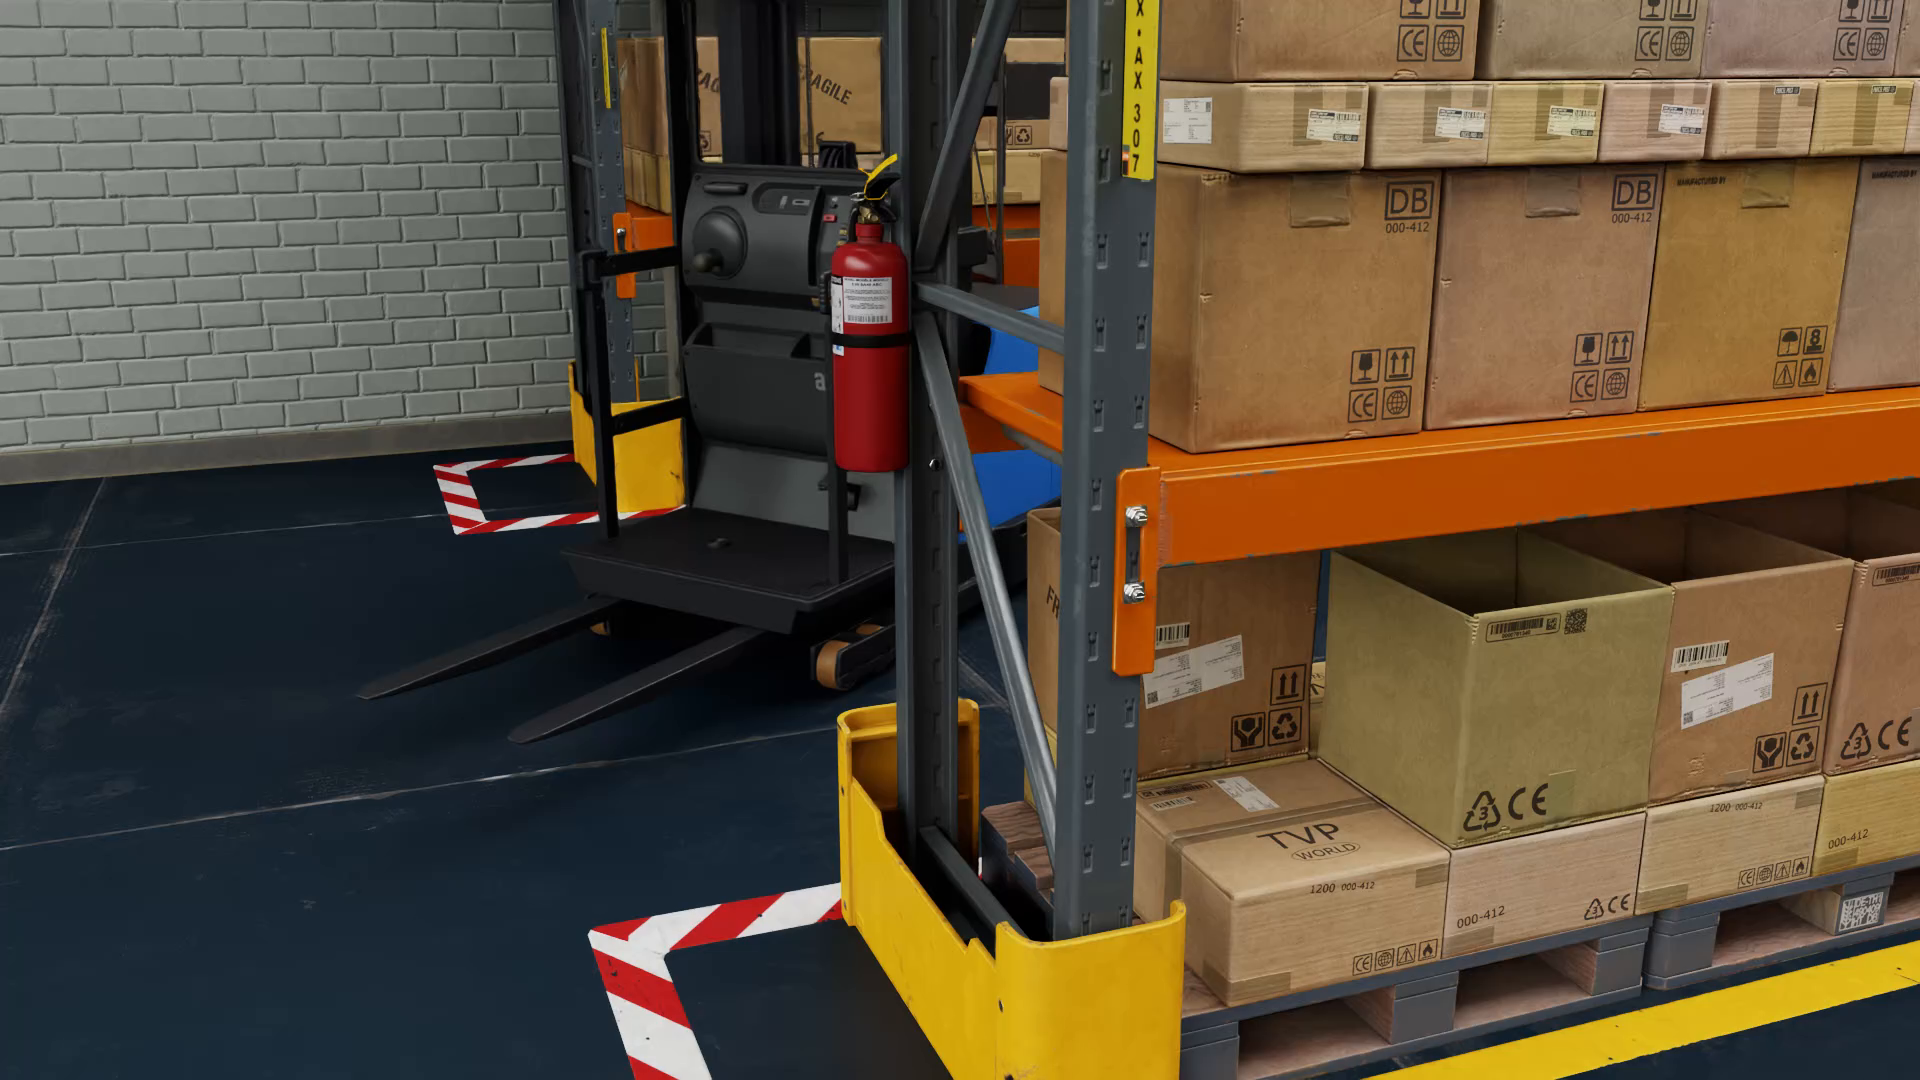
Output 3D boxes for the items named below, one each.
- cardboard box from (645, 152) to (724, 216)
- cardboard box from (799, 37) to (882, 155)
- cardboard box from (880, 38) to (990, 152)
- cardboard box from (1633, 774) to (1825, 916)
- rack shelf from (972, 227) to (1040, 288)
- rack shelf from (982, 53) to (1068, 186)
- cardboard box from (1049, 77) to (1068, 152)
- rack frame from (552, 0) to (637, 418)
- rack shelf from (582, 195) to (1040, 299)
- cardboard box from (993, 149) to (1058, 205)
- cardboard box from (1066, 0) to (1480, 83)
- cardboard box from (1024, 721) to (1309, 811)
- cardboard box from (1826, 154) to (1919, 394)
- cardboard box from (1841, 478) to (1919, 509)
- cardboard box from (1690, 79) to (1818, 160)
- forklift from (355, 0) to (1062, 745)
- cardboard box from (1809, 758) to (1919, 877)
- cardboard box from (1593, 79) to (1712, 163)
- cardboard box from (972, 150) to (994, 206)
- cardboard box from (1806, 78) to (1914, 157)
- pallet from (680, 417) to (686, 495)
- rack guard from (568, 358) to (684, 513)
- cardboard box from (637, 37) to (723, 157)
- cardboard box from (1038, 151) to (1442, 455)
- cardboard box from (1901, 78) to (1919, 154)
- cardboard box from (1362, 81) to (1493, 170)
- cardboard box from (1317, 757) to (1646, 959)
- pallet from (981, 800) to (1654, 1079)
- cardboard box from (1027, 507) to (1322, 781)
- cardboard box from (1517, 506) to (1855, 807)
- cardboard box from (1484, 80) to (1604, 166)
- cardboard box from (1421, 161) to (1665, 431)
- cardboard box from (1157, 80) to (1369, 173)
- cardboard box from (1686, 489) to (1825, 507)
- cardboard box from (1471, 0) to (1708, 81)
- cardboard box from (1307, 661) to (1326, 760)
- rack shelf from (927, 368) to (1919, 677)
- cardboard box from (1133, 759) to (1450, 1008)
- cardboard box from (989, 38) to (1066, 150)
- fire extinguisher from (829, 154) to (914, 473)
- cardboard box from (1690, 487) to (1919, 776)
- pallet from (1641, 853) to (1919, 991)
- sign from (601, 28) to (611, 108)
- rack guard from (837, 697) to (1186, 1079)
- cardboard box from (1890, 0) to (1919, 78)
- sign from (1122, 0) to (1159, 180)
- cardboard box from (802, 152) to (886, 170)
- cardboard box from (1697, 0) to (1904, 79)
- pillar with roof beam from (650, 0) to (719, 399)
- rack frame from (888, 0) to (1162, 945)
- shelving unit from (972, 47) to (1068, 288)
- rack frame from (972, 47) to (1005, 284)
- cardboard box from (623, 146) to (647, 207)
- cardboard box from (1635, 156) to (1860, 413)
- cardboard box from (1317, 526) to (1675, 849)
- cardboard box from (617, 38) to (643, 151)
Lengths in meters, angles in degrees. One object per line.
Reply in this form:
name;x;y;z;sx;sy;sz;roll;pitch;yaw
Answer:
cardboard box;-1.122;-1.624;7.534;0.500;0.250;0.500;-7;18;-22
cardboard box;-0.673;-2.034;7.601;0.500;0.500;0.500;-6;17;-20
cardboard box;-0.188;-2.084;7.773;0.500;0.500;0.500;-7;18;-22
cardboard box;1.598;0.603;3.855;0.500;0.250;0.500;-6;17;-20
rack shelf;0.315;-1.094;7.144;0.480;0.518;0.431;-7;18;-22
rack shelf;0.315;-1.765;6.947;0.480;0.518;0.431;-7;18;-22
cardboard box;0.374;-0.865;3.392;0.250;0.149;0.380;-6;18;-21
rack frame;-1.691;-1.720;7.633;0.127;3.000;1.000;-6;17;-20
rack shelf;0.177;-1.577;8.421;4.000;0.370;1.077;-6;17;-20
cardboard box;0.309;-1.780;8.066;0.500;0.250;0.500;-6;17;-20
cardboard box;0.575;-1.137;3.166;0.500;0.500;0.700;-6;17;-20
cardboard box;0.480;0.569;3.973;0.500;0.250;0.500;-6;17;-20
cardboard box;1.970;-0.666;3.865;0.500;0.500;0.700;-6;17;-18
cardboard box;2.529;0.140;4.101;0.500;0.500;0.500;-6;17;-20
cardboard box;1.492;-0.864;3.388;0.250;0.149;0.380;-7;18;-22
forklift;-0.674;-1.062;5.512;1.130;2.935;3.031;10;19;30
cardboard box;2.067;0.554;4.022;0.500;0.250;0.500;-6;17;-20
cardboard box;1.244;-0.836;3.294;0.250;0.149;0.380;-6;18;-21
cardboard box;-0.164;-1.730;7.895;0.500;0.250;0.500;-6;18;-21
cardboard box;1.730;-0.890;3.476;0.250;0.149;0.380;-6;18;-21
pallet;-0.849;-0.463;8.299;1.213;0.211;1.003;-6;17;-20
rack guard;-1.620;-0.529;8.011;0.348;0.500;1.175;-6;17;-20
cardboard box;-1.138;-1.987;7.440;0.500;0.500;0.500;-6;17;-20
cardboard box;0.526;-0.509;3.331;0.500;0.500;0.700;-6;17;-20
cardboard box;1.964;-0.914;3.559;0.250;0.149;0.380;-6;17;-20
cardboard box;0.774;-0.787;3.125;0.250;0.149;0.380;-7;18;-22
cardboard box;1.131;0.653;3.684;0.500;0.250;0.500;-6;17;-20
pallet;0.784;0.832;3.889;1.213;0.211;1.003;-6;17;-20
cardboard box;0.479;0.208;3.869;0.500;0.500;0.500;-6;17;-20
cardboard box;1.594;0.240;3.760;0.500;0.500;0.500;-6;17;-20
cardboard box;1.007;-0.812;3.210;0.250;0.149;0.380;-6;17;-20
cardboard box;1.014;-0.563;3.515;0.500;0.500;0.700;-6;17;-19
cardboard box;0.528;-0.760;3.032;0.250;0.149;0.380;-6;18;-20
cardboard box;1.875;0.053;4.396;0.500;0.500;0.500;-6;17;-20
cardboard box;1.064;-1.191;3.351;0.500;0.500;0.700;-7;18;-22
cardboard box;0.943;0.515;4.155;0.500;0.250;0.500;-6;17;-20
rack shelf;1.953;-0.274;3.984;4.000;0.370;1.077;-6;17;-20
cardboard box;0.665;0.705;3.509;0.500;0.250;0.500;-6;17;-20
cardboard box;0.290;-2.140;7.961;0.500;0.500;0.500;-6;17;-18
fire extinguisher;-0.192;-0.491;3.582;0.183;0.674;0.296;-6;17;-20
cardboard box;2.067;0.195;3.916;0.500;0.500;0.500;-6;17;-20
pallet;1.922;0.710;4.304;1.213;0.211;1.003;-6;17;-20
sign;-1.497;-1.993;7.025;0.005;0.325;0.100;-6;17;-20
rack guard;0.063;0.784;3.540;0.348;0.500;1.175;-6;17;-20
cardboard box;2.002;-1.293;3.697;0.500;0.500;0.700;-6;17;-20
sign;0.278;-0.724;2.563;0.005;0.325;0.100;-6;17;-20
cardboard box;-0.642;-1.680;7.725;0.500;0.250;0.500;-7;18;-22
cardboard box;1.535;-1.242;3.525;0.500;0.500;0.700;-6;17;-20
pillar with roof beam;0.194;-3.764;3.946;0.400;9.000;9.100;-6;17;-20
rack frame;0.085;-0.417;3.196;0.127;3.000;1.000;-6;17;-20
shelving unit;0.315;-1.107;7.140;0.503;2.100;0.431;-7;18;-22
rack frame;0.091;-1.079;7.047;0.015;2.100;0.400;-7;18;-22
cardboard box;-1.324;-1.756;7.985;0.500;0.250;0.500;-6;17;-19
cardboard box;1.480;-0.612;3.681;0.500;0.500;0.700;-6;17;-20
cardboard box;1.132;0.294;3.577;0.500;0.500;0.500;-6;17;-20
cardboard box;-1.327;-2.121;7.898;0.500;0.500;0.500;-6;18;-21
